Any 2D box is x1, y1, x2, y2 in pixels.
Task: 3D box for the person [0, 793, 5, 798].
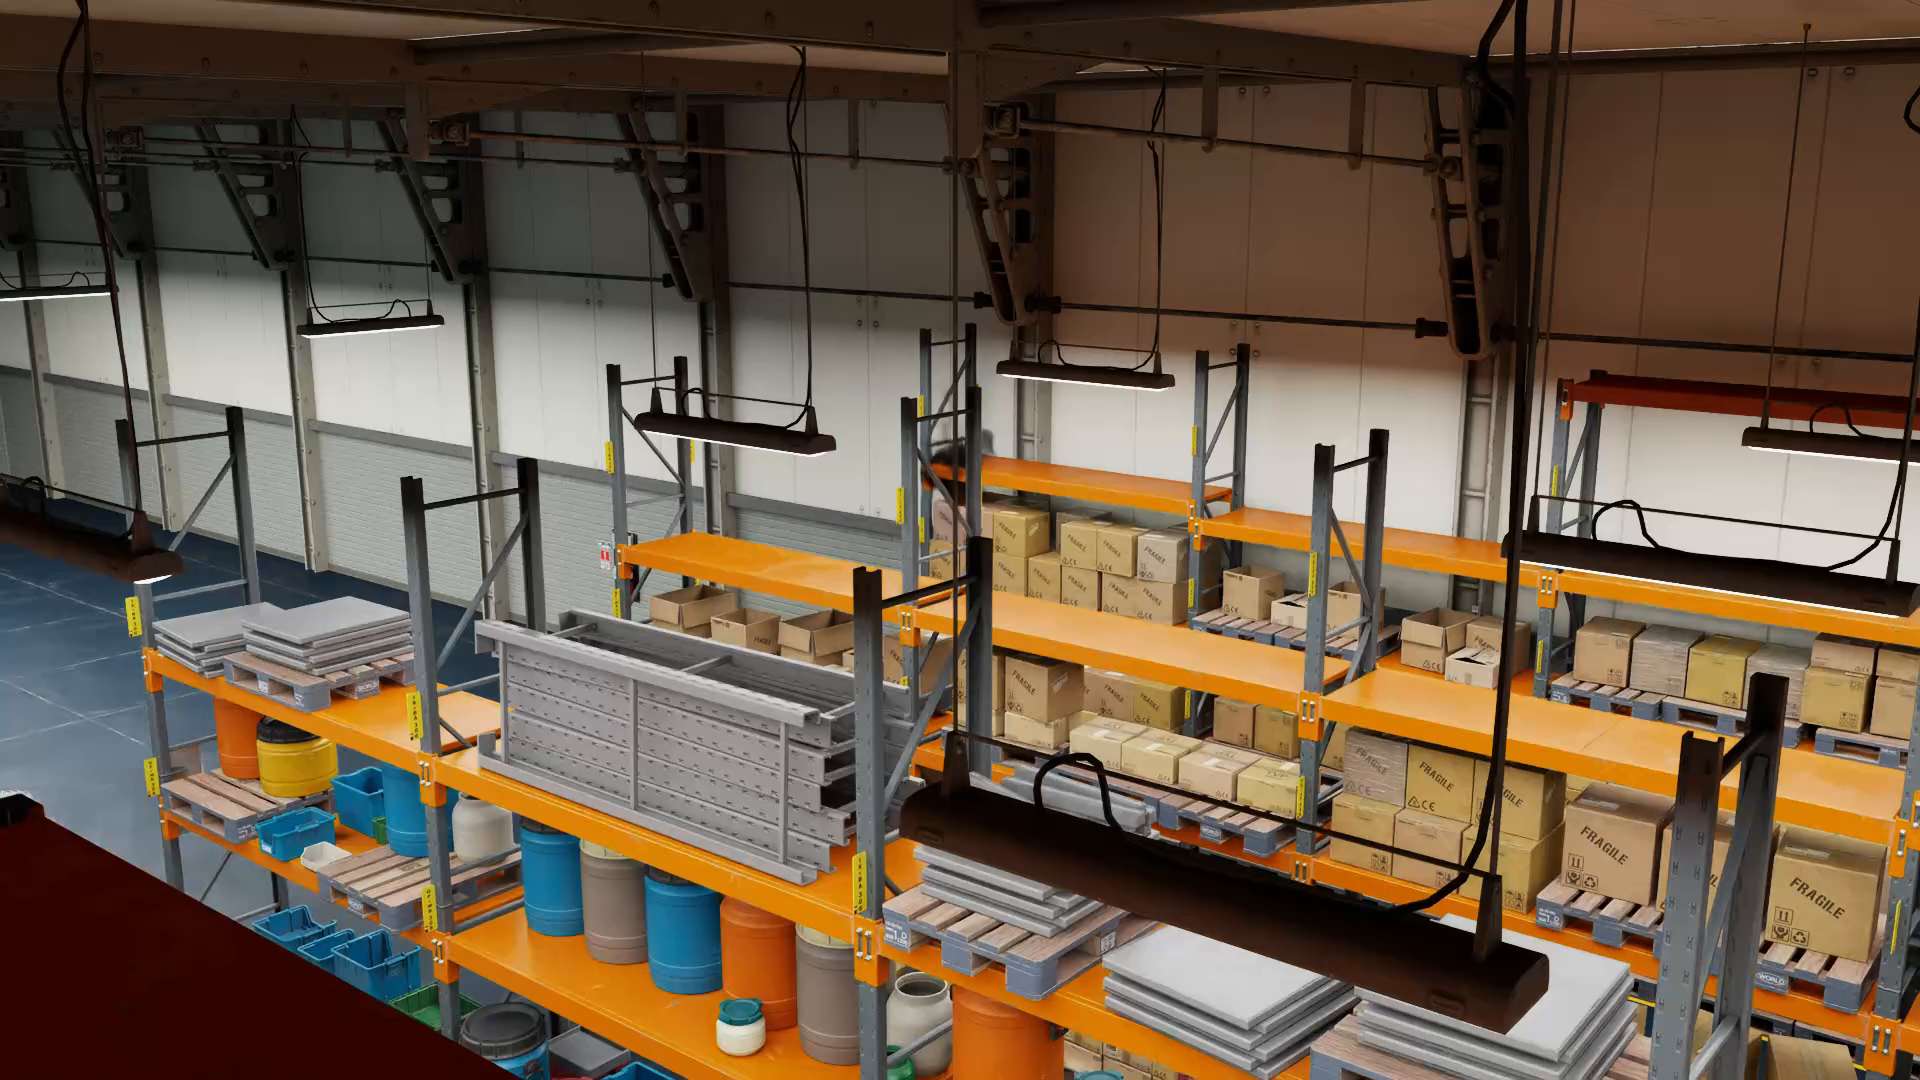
[{"bbox_3d":[-9.682,3.436,17.009,0.928,1.832,0.695,-5,14,-21],"label":"person"}]
